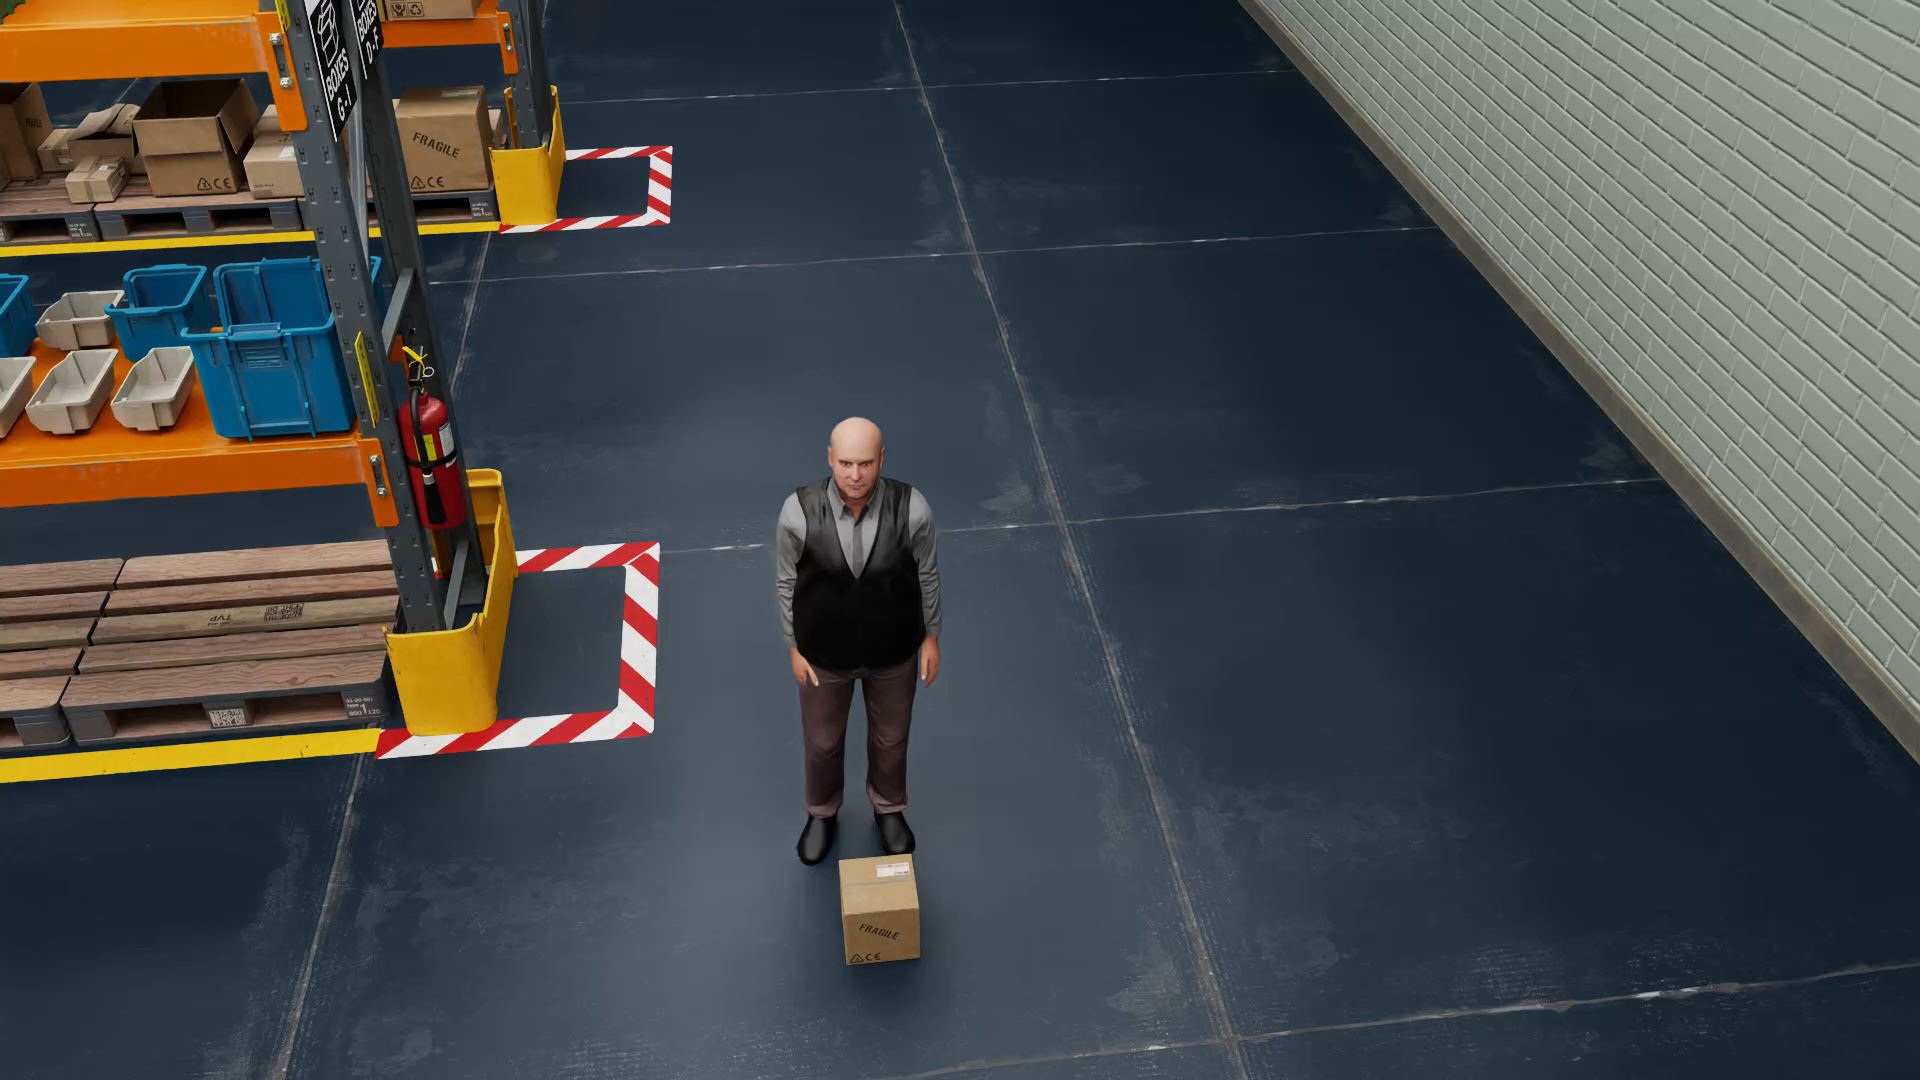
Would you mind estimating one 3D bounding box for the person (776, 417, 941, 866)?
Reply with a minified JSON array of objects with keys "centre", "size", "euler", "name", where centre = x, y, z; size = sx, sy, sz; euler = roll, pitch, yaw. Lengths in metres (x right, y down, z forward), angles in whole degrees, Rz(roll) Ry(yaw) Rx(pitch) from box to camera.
[{"centre":[-0.331,0.374,5.627],"size":[0.544,1.740,0.358],"euler":[-4,35,-6],"name":"person"}]
